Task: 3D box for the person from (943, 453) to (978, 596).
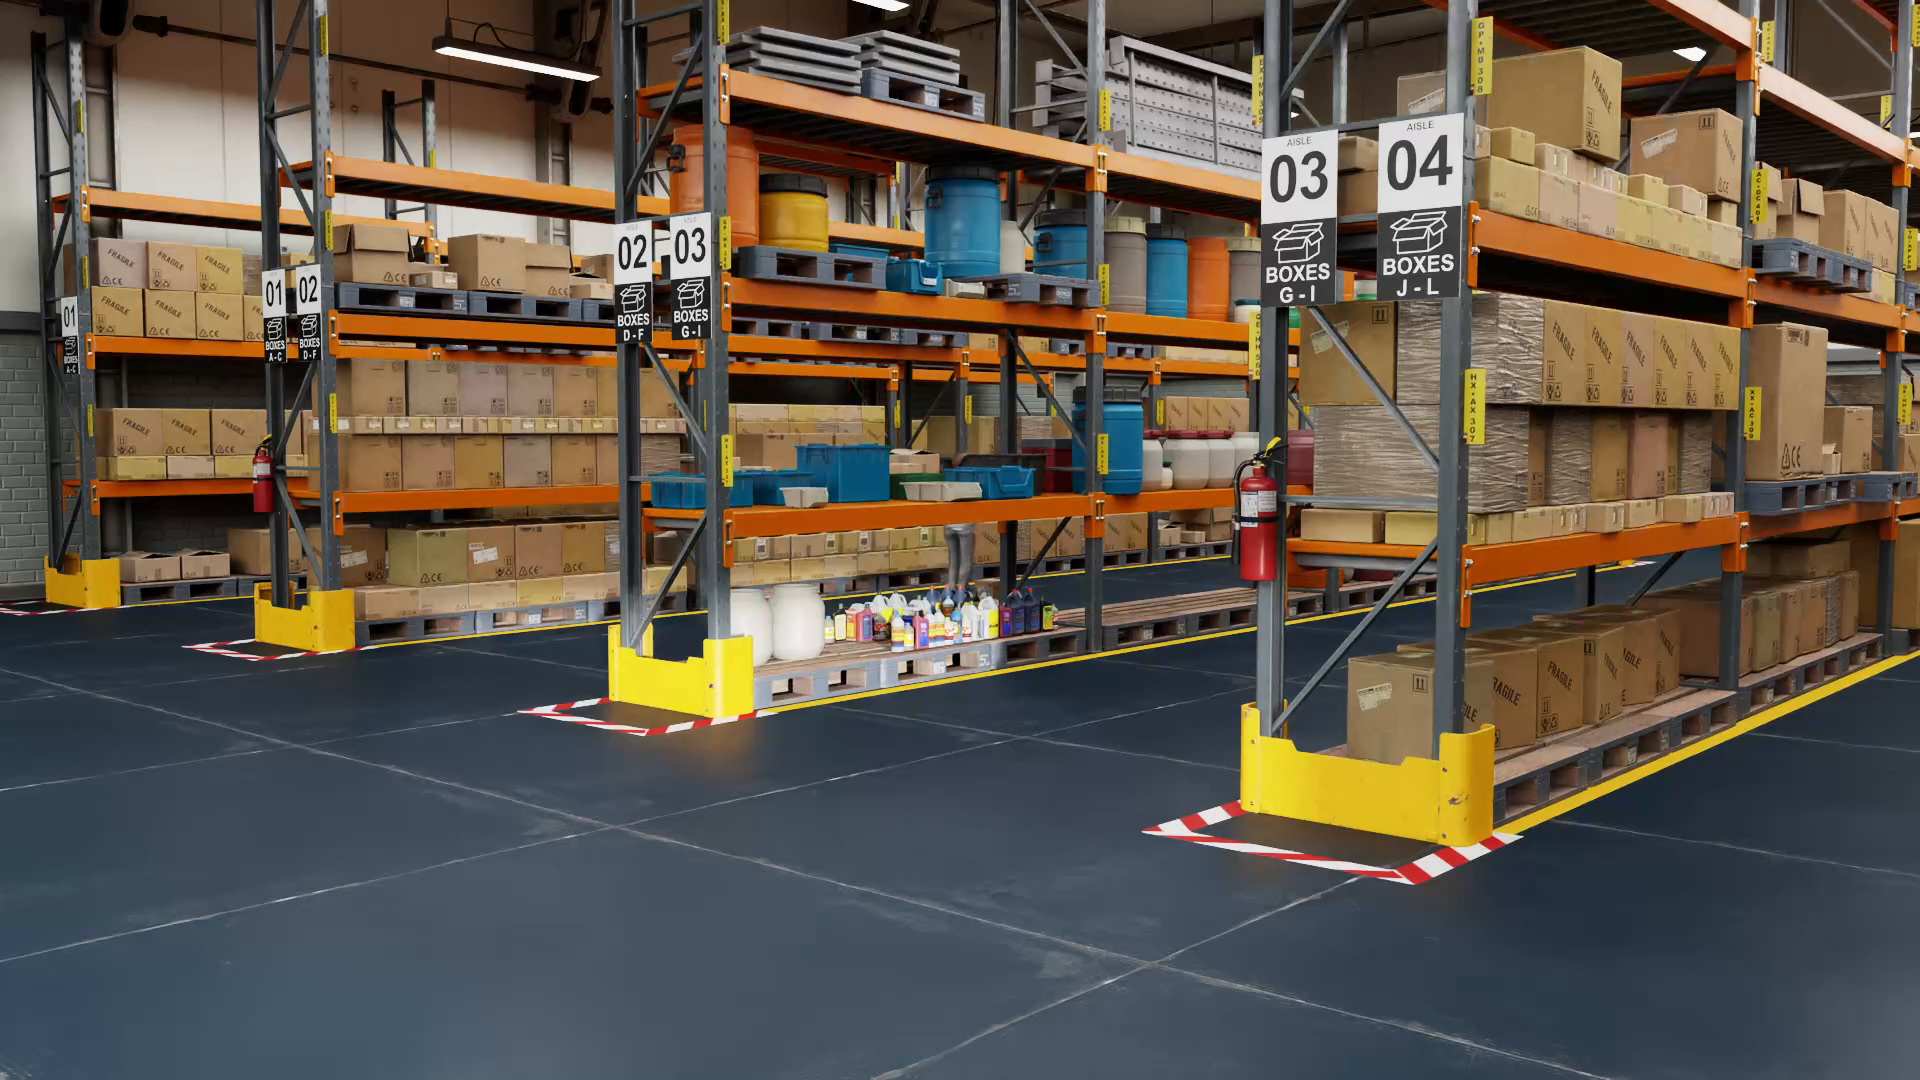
[{"bbox_3d":[0.047,-0.106,17.272,0.431,1.597,0.538,3,5,34],"label":"person"}]
